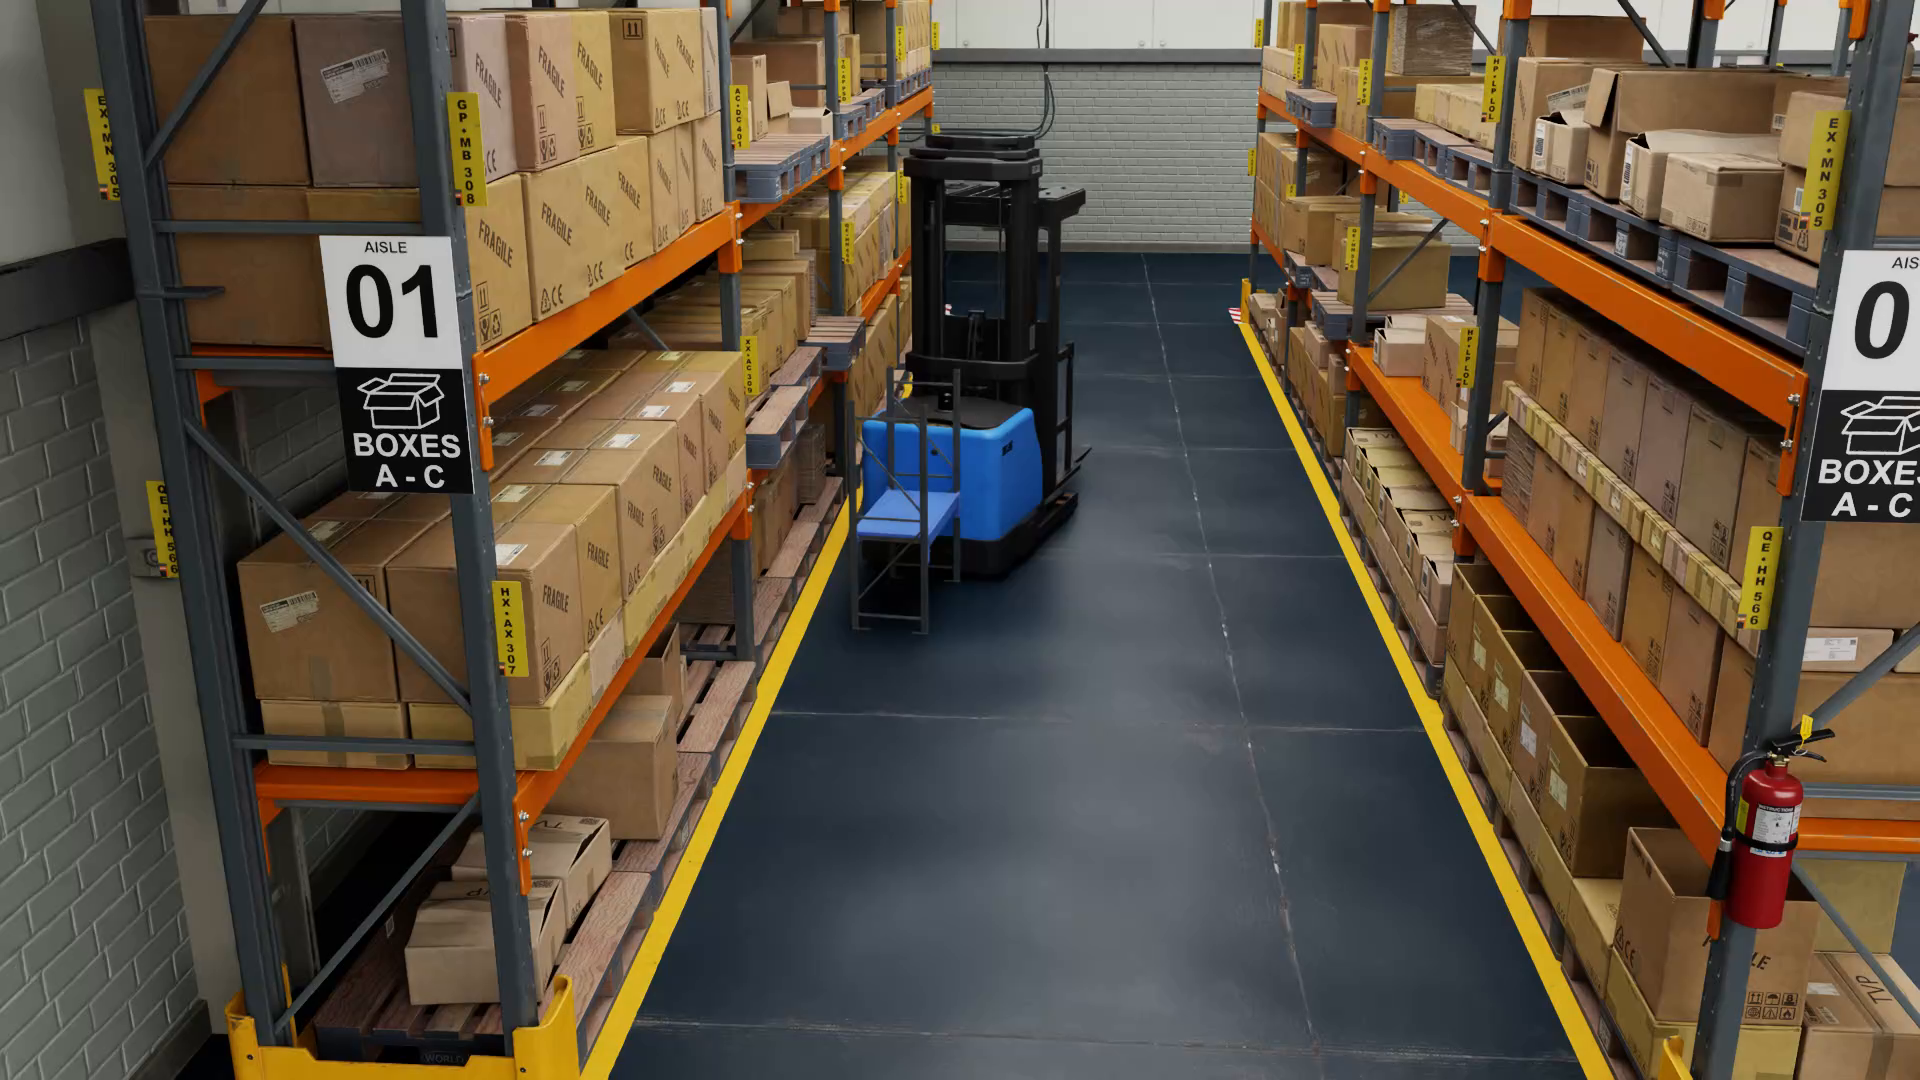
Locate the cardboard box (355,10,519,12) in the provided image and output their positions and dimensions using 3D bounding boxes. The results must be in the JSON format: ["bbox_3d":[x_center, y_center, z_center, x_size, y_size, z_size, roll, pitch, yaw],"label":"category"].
[{"bbox_3d":[-2.089,-1.889,6.756,0.500,0.500,0.500,1,18,4],"label":"cardboard box"}]

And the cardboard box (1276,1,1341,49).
[{"bbox_3d":[3.959,-5.808,18.749,0.700,0.500,0.500,1,18,4],"label":"cardboard box"}]

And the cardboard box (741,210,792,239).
[{"bbox_3d":[-1.641,-2.500,13.360,0.500,0.250,0.500,2,18,5],"label":"cardboard box"}]

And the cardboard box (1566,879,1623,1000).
[{"bbox_3d":[2.720,1.574,6.544,0.500,0.250,0.500,1,18,4],"label":"cardboard box"}]

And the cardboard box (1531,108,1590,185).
[{"bbox_3d":[2.902,-1.778,7.457,0.500,0.311,0.500,0,18,1],"label":"cardboard box"}]

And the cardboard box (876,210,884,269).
[{"bbox_3d":[-0.981,-2.776,15.406,0.500,0.500,0.500,1,18,4],"label":"cardboard box"}]

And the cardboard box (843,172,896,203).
[{"bbox_3d":[-0.906,-3.445,16.244,0.500,0.250,0.500,2,18,5],"label":"cardboard box"}]

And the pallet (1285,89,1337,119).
[{"bbox_3d":[3.696,-4.066,15.501,1.213,0.211,1.003,1,18,4],"label":"pallet"}]

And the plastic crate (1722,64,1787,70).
[{"bbox_3d":[8.657,-4.989,18.115,0.504,0.338,0.767,1,18,4],"label":"plastic crate"}]

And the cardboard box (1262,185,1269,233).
[{"bbox_3d":[3.734,-3.773,18.960,0.500,0.500,0.500,1,18,4],"label":"cardboard box"}]

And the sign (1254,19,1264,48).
[{"bbox_3d":[3.559,-6.026,19.777,0.100,0.325,0.005,1,18,4],"label":"sign"}]

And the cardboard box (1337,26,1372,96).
[{"bbox_3d":[3.611,-4.082,14.251,0.600,0.600,0.600,1,18,2],"label":"cardboard box"}]

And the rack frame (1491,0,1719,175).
[{"bbox_3d":[3.240,-3.298,8.035,1.000,3.000,0.127,1,18,4],"label":"rack frame"}]

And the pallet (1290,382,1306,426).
[{"bbox_3d":[3.792,-1.353,16.212,1.003,0.211,1.213,1,18,4],"label":"pallet"}]

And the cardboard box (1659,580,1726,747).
[{"bbox_3d":[3.032,0.440,6.102,0.700,0.500,0.500,2,18,5],"label":"cardboard box"}]

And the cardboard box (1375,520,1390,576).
[{"bbox_3d":[3.092,0.051,11.191,0.500,0.250,0.500,2,18,5],"label":"cardboard box"}]

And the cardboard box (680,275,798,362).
[{"bbox_3d":[-1.506,-1.521,11.382,0.700,0.500,0.500,1,18,4],"label":"cardboard box"}]

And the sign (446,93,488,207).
[{"bbox_3d":[-1.447,-1.143,4.872,0.100,0.325,0.005,1,18,4],"label":"sign"}]

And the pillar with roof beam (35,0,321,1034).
[{"bbox_3d":[1.493,-2.305,5.007,9.100,9.000,0.400,1,18,4],"label":"pillar with roof beam"}]

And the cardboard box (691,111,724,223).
[{"bbox_3d":[-1.491,-1.875,8.319,0.500,0.500,0.500,2,18,5],"label":"cardboard box"}]

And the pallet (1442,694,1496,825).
[{"bbox_3d":[3.141,1.124,8.652,1.003,0.211,1.213,1,18,4],"label":"pallet"}]

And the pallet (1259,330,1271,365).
[{"bbox_3d":[3.948,-2.199,18.796,1.003,0.211,1.213,1,18,4],"label":"pallet"}]

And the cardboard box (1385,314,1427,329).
[{"bbox_3d":[3.457,-1.535,12.432,0.500,0.311,0.500,2,18,7],"label":"cardboard box"}]

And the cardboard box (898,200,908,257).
[{"bbox_3d":[-1.073,-3.351,17.352,0.980,0.700,0.700,2,18,5],"label":"cardboard box"}]

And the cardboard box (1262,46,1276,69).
[{"bbox_3d":[3.803,-5.612,19.352,0.500,0.250,0.500,1,18,4],"label":"cardboard box"}]

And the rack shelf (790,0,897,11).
[{"bbox_3d":[-1.271,-4.739,14.230,1.077,0.370,4.000,1,18,4],"label":"rack shelf"}]

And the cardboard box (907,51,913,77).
[{"bbox_3d":[-0.765,-5.009,17.480,0.500,0.250,0.500,1,18,3],"label":"cardboard box"}]

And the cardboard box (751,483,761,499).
[{"bbox_3d":[-1.604,-0.461,11.117,0.500,0.250,0.500,1,18,2],"label":"cardboard box"}]

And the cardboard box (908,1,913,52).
[{"bbox_3d":[-0.767,-5.373,17.388,0.500,0.500,0.500,1,18,3],"label":"cardboard box"}]

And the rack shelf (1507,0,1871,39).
[{"bbox_3d":[3.096,-2.144,6.313,1.077,0.370,4.000,1,18,4],"label":"rack shelf"}]

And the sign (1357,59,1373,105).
[{"bbox_3d":[2.985,-3.373,12.252,0.100,0.325,0.005,1,18,4],"label":"sign"}]

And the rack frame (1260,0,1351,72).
[{"bbox_3d":[4.100,-7.024,19.409,1.000,3.000,0.127,1,18,4],"label":"rack frame"}]

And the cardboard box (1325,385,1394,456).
[{"bbox_3d":[3.359,-1.006,13.984,0.500,0.500,0.500,2,18,6],"label":"cardboard box"}]

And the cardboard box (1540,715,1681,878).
[{"bbox_3d":[2.752,1.062,6.901,0.500,0.500,0.500,1,18,4],"label":"cardboard box"}]

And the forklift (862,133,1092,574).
[{"bbox_3d":[0.285,-1.576,12.527,1.130,2.935,3.031,6,19,19],"label":"forklift"}]

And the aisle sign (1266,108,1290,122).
[{"bbox_3d":[3.812,-5.437,20.023,0.394,0.787,0.004,1,18,4],"label":"aisle sign"}]

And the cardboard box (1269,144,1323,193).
[{"bbox_3d":[3.699,-4.089,18.318,0.500,0.500,0.500,1,18,3],"label":"cardboard box"}]

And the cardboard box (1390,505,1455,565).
[{"bbox_3d":[3.052,-0.055,10.614,0.500,0.311,0.500,1,18,4],"label":"cardboard box"}]

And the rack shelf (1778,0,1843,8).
[{"bbox_3d":[8.897,-5.760,17.347,1.077,0.370,4.000,1,18,4],"label":"rack shelf"}]

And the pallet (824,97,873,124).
[{"bbox_3d":[-1.344,-3.683,14.331,1.003,0.211,1.213,2,18,6],"label":"pallet"}]

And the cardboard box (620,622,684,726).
[{"bbox_3d":[-1.736,0.746,8.637,0.500,0.500,0.500,0,18,0],"label":"cardboard box"}]

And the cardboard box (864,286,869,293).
[{"bbox_3d":[-1.035,-2.344,15.130,0.380,0.149,0.250,2,18,6],"label":"cardboard box"}]

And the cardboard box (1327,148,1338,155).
[{"bbox_3d":[4.201,-3.914,17.784,0.500,0.500,0.500,1,18,2],"label":"cardboard box"}]

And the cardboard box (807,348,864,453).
[{"bbox_3d":[-1.231,-1.202,14.052,0.750,0.750,0.750,1,18,3],"label":"cardboard box"}]

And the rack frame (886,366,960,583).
[{"bbox_3d":[-0.246,-0.436,11.344,0.500,1.500,0.032,4,18,11],"label":"rack frame"}]

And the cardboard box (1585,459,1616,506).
[{"bbox_3d":[2.920,-0.242,7.142,0.380,0.149,0.250,1,18,3],"label":"cardboard box"}]

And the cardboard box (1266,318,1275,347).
[{"bbox_3d":[3.625,-2.279,18.172,0.500,0.311,0.500,1,18,4],"label":"cardboard box"}]

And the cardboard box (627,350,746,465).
[{"bbox_3d":[-1.427,-0.697,8.737,0.500,0.500,0.500,1,18,4],"label":"cardboard box"}]

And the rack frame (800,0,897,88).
[{"bbox_3d":[-1.128,-5.892,15.952,1.000,3.000,0.127,1,18,4],"label":"rack frame"}]

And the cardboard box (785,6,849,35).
[{"bbox_3d":[-1.322,-4.809,15.393,0.500,0.250,0.500,3,18,8],"label":"cardboard box"}]

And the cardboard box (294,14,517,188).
[{"bbox_3d":[-1.719,-1.386,5.219,0.500,0.500,0.500,0,18,0],"label":"cardboard box"}]

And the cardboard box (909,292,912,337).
[{"bbox_3d":[-0.894,-2.598,18.874,0.700,0.500,0.500,2,18,5],"label":"cardboard box"}]

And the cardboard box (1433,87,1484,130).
[{"bbox_3d":[3.530,-2.937,11.319,0.500,0.250,0.500,2,18,5],"label":"cardboard box"}]

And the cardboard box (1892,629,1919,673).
[{"bbox_3d":[3.196,0.323,5.418,0.380,0.149,0.250,1,18,4],"label":"cardboard box"}]

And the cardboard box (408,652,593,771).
[{"bbox_3d":[-1.637,0.604,5.973,0.500,0.250,0.500,1,18,2],"label":"cardboard box"}]

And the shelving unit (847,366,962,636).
[{"bbox_3d":[-0.347,-0.281,10.871,0.538,1.500,1.048,4,18,11],"label":"shelving unit"}]
